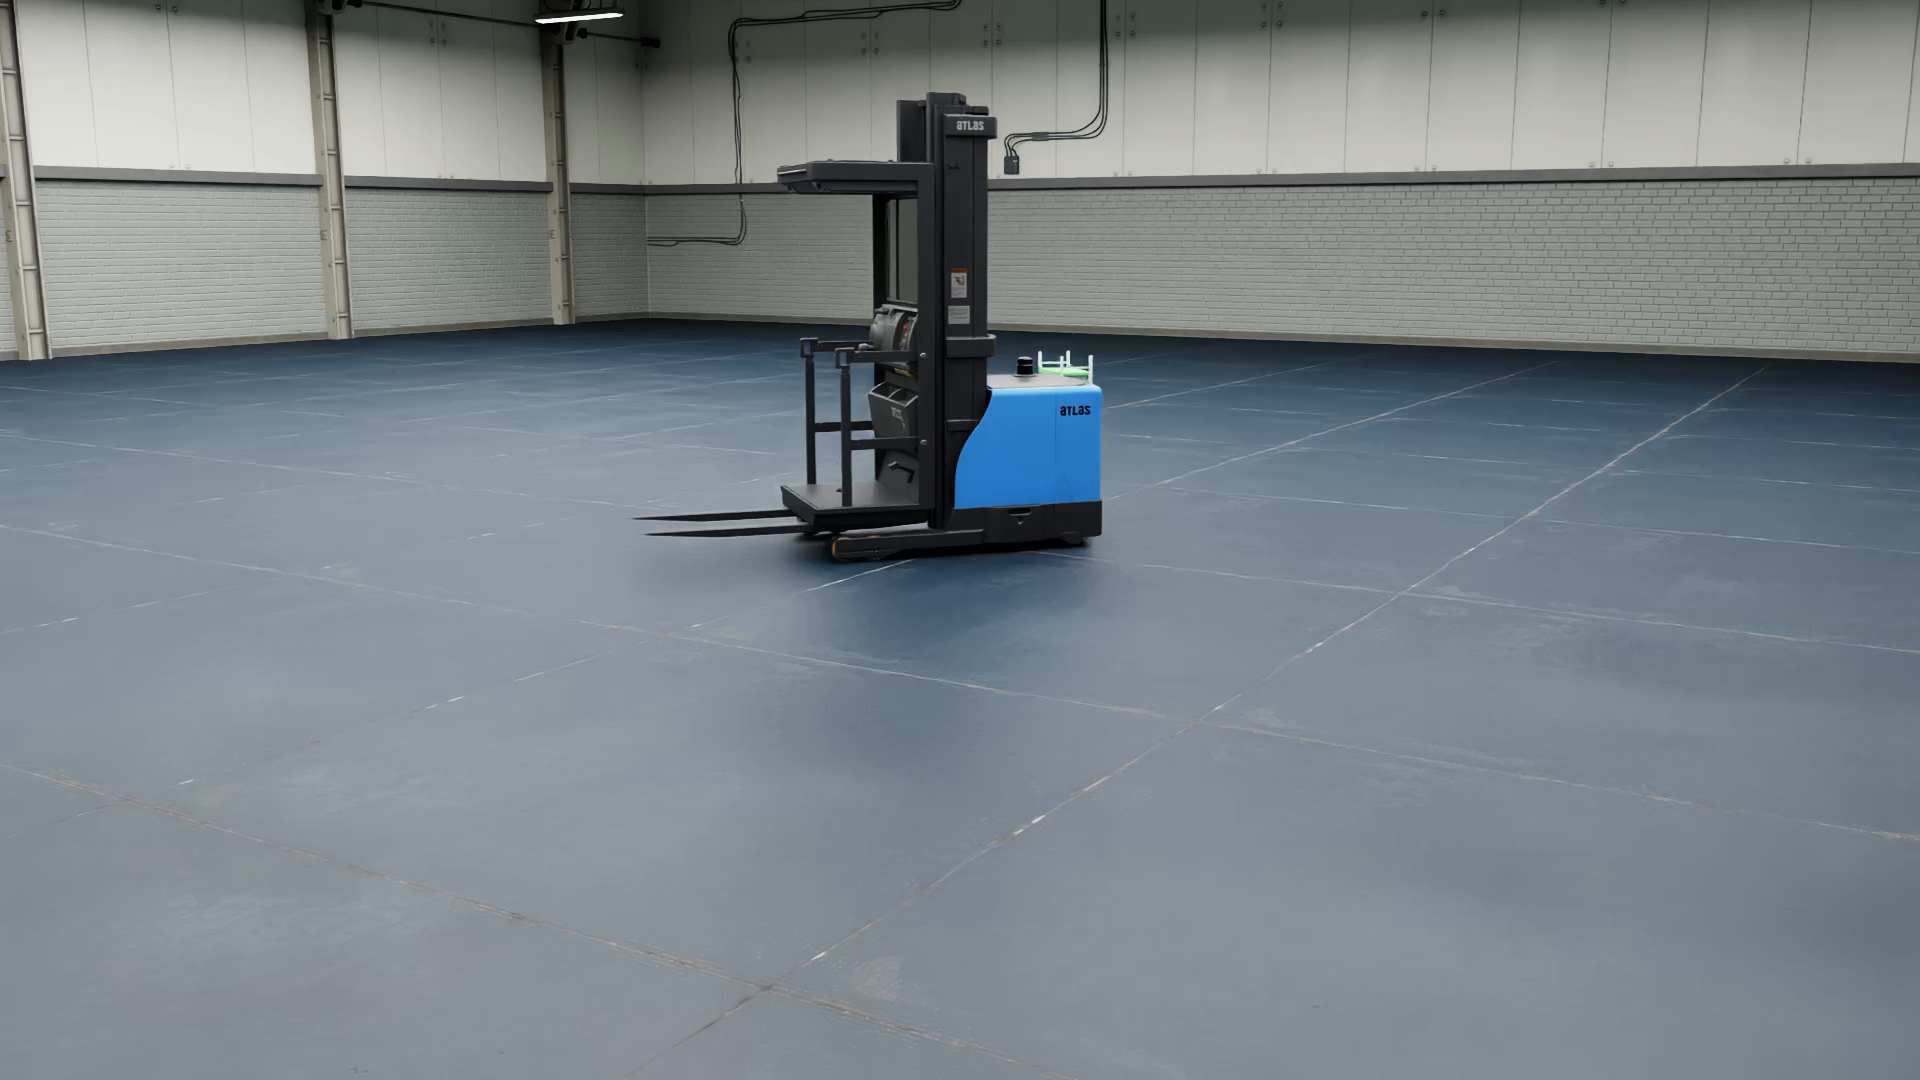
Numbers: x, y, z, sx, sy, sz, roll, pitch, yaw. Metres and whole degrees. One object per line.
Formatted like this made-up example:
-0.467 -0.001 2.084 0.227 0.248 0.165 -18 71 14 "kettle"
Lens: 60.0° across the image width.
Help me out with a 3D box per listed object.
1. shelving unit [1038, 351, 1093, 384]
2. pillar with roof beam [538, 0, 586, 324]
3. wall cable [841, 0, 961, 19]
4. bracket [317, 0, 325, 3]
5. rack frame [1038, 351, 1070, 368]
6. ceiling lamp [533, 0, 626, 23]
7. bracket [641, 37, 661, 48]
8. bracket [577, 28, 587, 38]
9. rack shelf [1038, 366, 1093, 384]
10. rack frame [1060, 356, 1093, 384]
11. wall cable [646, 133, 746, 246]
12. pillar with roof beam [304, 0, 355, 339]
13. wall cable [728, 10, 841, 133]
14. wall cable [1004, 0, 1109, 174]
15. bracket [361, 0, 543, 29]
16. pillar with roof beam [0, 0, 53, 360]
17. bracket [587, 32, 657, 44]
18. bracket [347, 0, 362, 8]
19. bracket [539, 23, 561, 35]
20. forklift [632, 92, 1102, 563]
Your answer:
0.763 -0.765 12.193 0.258 1.200 0.503 -3 11 -15 "shelving unit"
-5.184 -8.853 34.201 9.100 9.000 0.548 6 12 31 "pillar with roof beam"
-1.246 -12.239 34.640 3.097 2.526 0.112 6 12 31 "wall cable"
-11.890 -9.990 30.496 0.235 0.232 0.430 6 12 31 "bracket"
0.697 -0.808 12.424 0.240 1.200 0.015 -3 11 -15 "rack frame"
-6.810 -11.072 30.190 2.000 3.185 0.800 6 12 31 "ceiling lamp"
-7.114 -11.437 38.225 0.235 0.232 0.430 6 12 31 "bracket"
-8.344 -11.064 36.234 0.235 0.232 0.430 6 12 31 "bracket"
0.763 -1.174 12.116 0.258 0.148 0.480 -3 11 -15 "rack shelf"
0.829 -0.721 11.962 0.240 1.200 0.015 -3 11 -15 "rack frame"
-6.203 -8.075 38.483 3.097 2.526 0.112 6 12 31 "wall cable"
-8.299 -7.909 29.160 9.100 9.000 0.548 6 12 31 "pillar with roof beam"
-3.891 -10.299 36.638 3.097 2.526 0.112 6 12 31 "wall cable"
1.902 -10.363 33.027 2.305 6.003 0.169 6 12 31 "wall cable"
-10.113 -10.529 33.372 0.076 0.066 4.783 6 12 31 "bracket"
-11.414 -6.965 24.120 9.100 9.000 0.400 6 12 31 "pillar with roof beam"
-7.420 -11.344 37.728 0.076 0.066 3.189 6 12 31 "bracket"
-11.459 -10.121 31.193 0.235 0.232 0.430 6 12 31 "bracket"
-8.775 -10.934 35.536 0.235 0.232 0.430 6 12 31 "bracket"
-0.620 -1.403 10.899 3.031 2.935 1.130 -3 11 -18 "forklift"
